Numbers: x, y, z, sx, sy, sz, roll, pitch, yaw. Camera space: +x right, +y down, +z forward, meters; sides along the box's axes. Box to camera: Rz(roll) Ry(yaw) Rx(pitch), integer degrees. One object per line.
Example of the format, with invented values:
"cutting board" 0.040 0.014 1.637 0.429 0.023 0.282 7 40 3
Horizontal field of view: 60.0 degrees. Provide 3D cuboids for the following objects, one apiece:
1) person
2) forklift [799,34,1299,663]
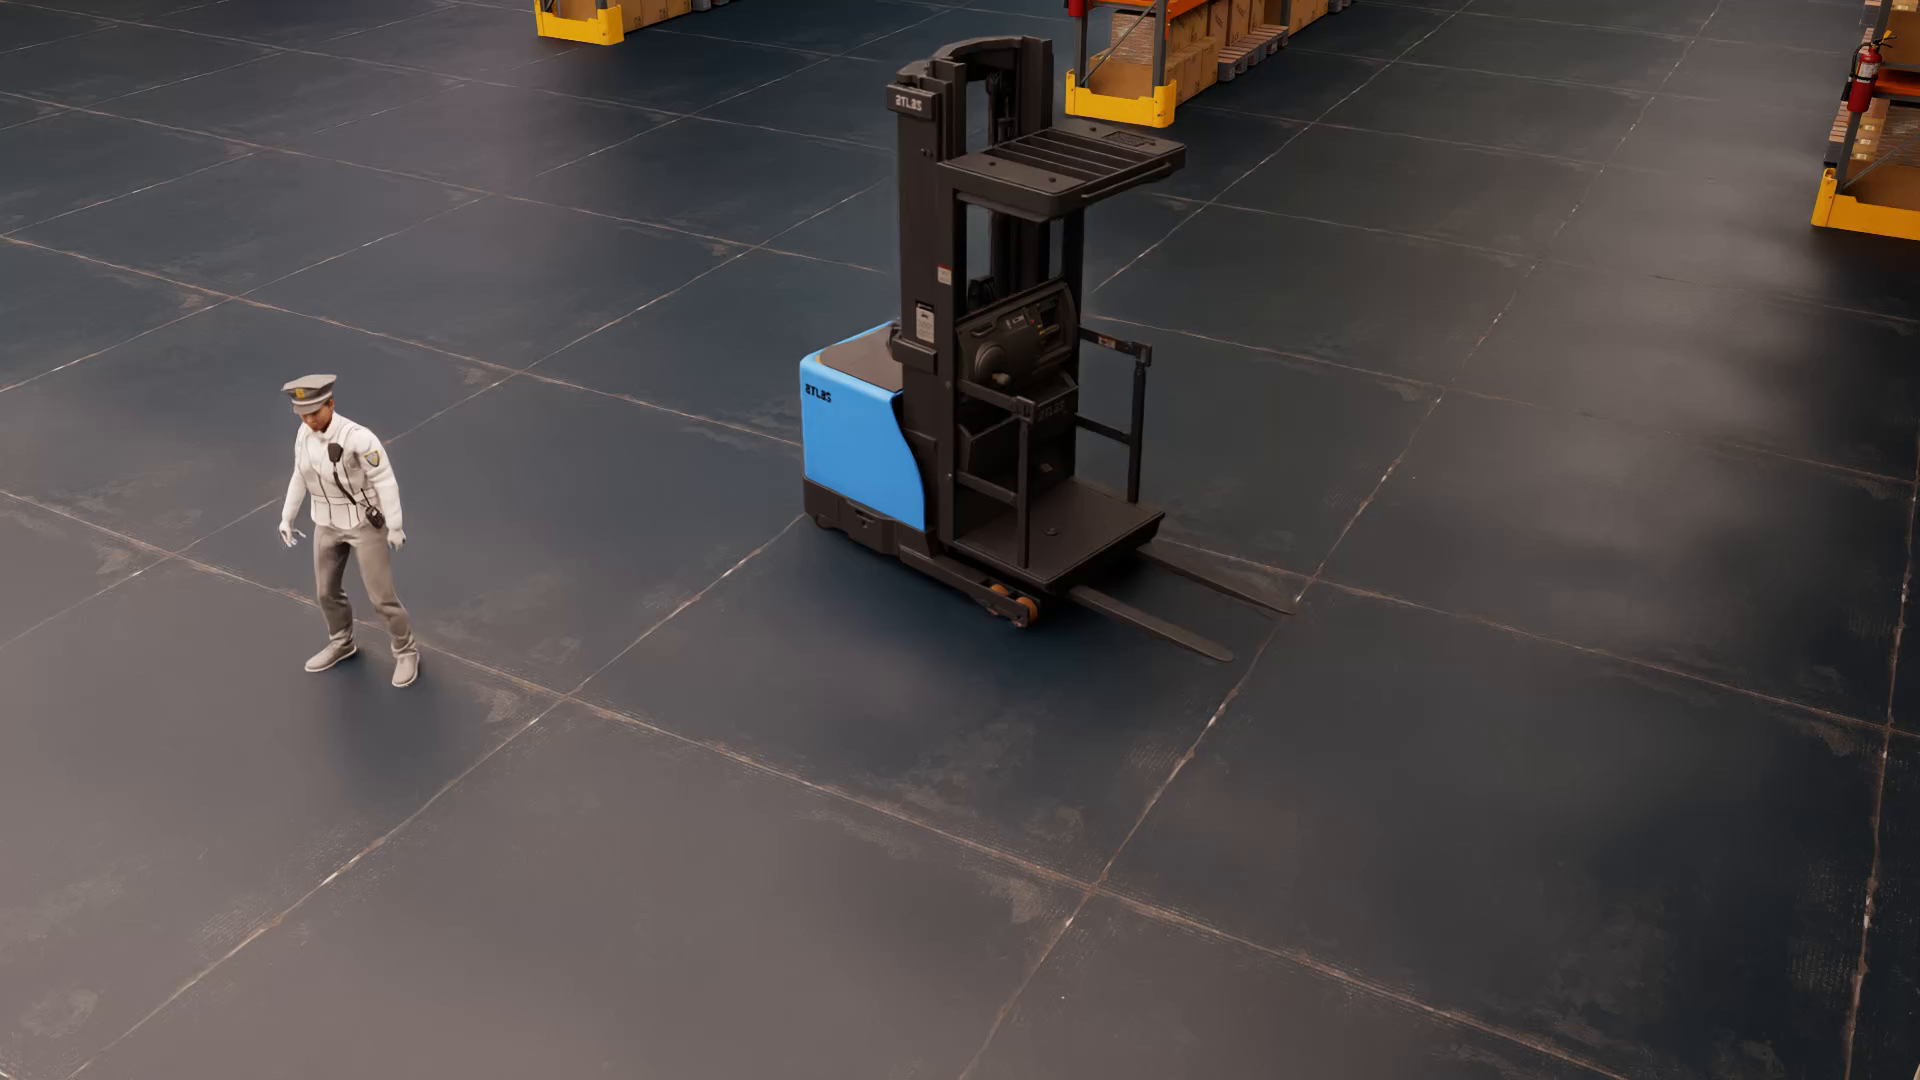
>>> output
"person" -3.138 -0.054 8.446 0.671 1.672 0.375 10 31 17
"forklift" 0.474 -1.084 8.950 3.031 2.935 1.130 24 38 35
